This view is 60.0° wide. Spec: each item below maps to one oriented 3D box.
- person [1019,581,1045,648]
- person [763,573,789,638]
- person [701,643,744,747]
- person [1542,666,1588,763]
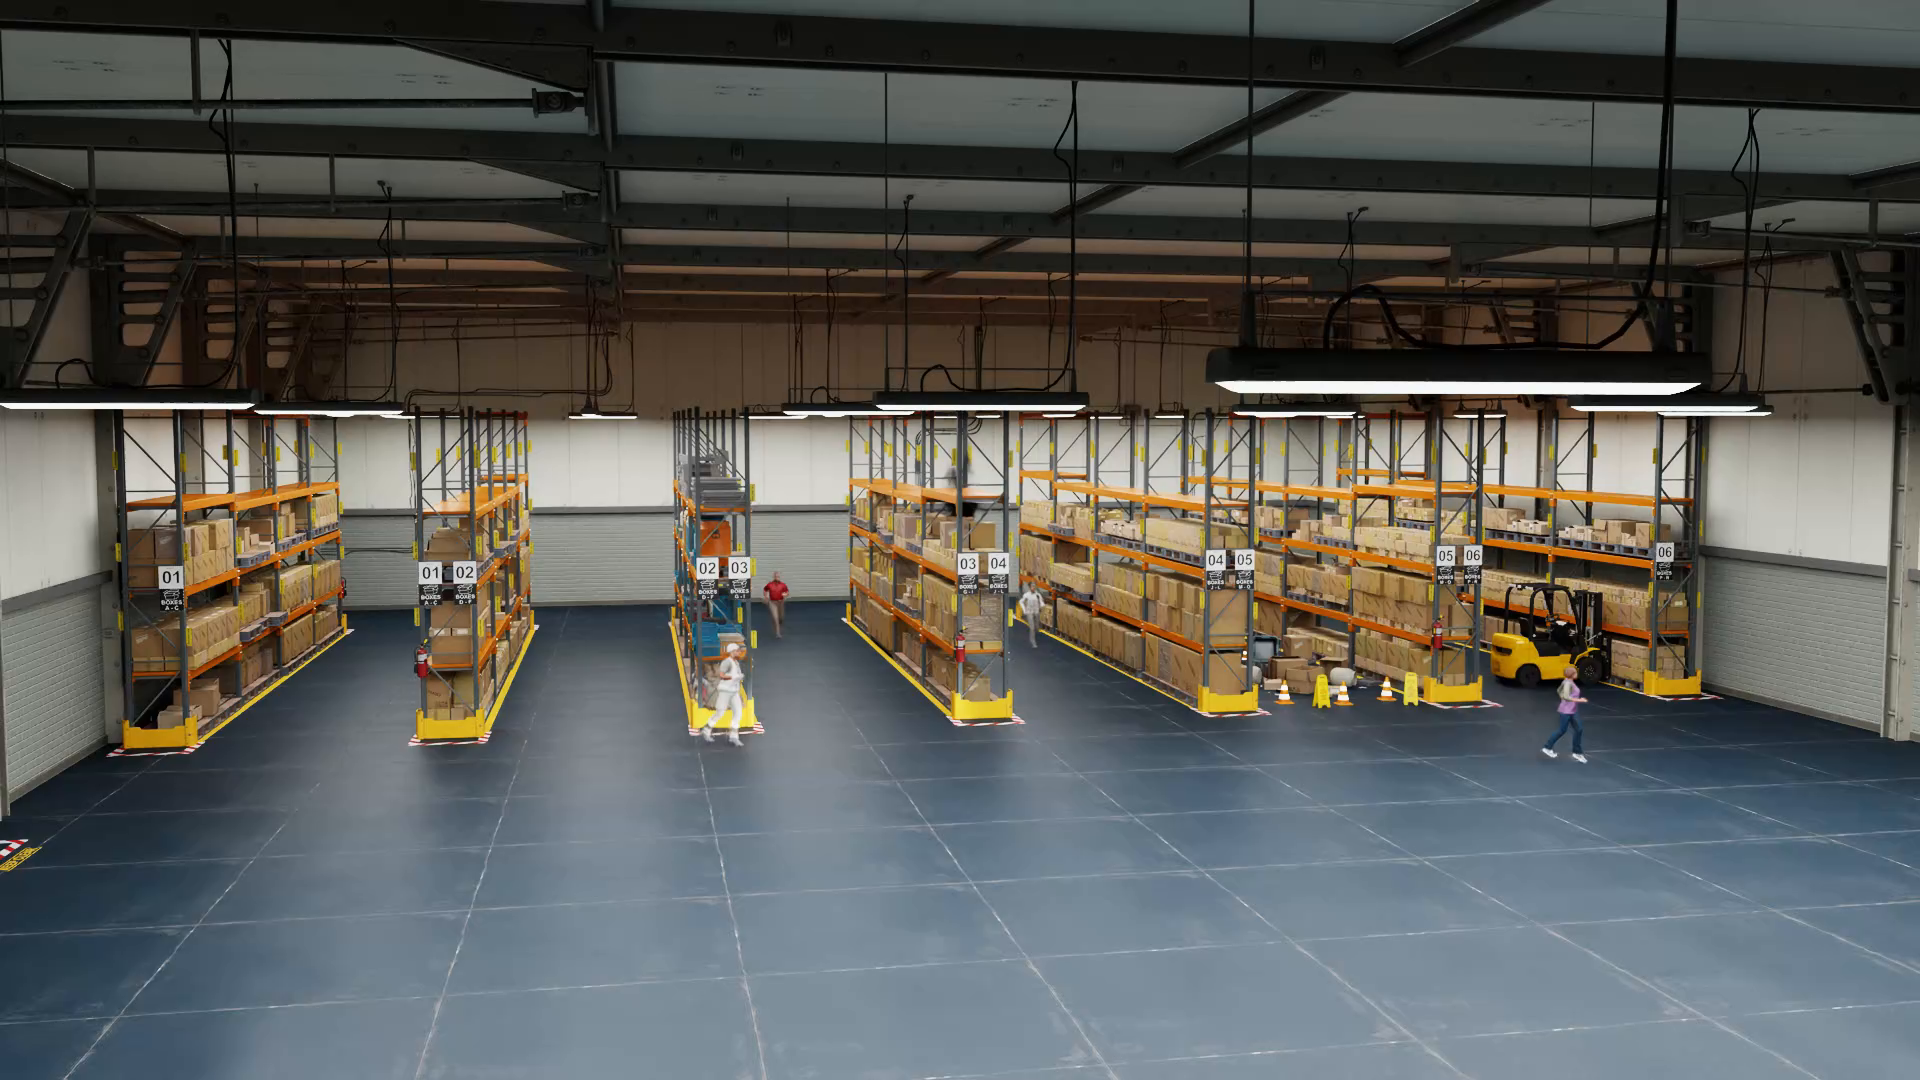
[{"bbox_3d":[1.844,1.874,42.280,0.625,1.667,0.862,-1,4,-14],"label":"person"},{"bbox_3d":[-4.876,1.718,44.221,0.666,1.699,0.853,-1,4,-17],"label":"person"},{"bbox_3d":[-4.114,2.731,29.604,0.855,1.787,0.668,2,5,26],"label":"person"},{"bbox_3d":[10.208,2.933,28.030,0.731,1.637,0.524,3,5,35],"label":"person"}]
